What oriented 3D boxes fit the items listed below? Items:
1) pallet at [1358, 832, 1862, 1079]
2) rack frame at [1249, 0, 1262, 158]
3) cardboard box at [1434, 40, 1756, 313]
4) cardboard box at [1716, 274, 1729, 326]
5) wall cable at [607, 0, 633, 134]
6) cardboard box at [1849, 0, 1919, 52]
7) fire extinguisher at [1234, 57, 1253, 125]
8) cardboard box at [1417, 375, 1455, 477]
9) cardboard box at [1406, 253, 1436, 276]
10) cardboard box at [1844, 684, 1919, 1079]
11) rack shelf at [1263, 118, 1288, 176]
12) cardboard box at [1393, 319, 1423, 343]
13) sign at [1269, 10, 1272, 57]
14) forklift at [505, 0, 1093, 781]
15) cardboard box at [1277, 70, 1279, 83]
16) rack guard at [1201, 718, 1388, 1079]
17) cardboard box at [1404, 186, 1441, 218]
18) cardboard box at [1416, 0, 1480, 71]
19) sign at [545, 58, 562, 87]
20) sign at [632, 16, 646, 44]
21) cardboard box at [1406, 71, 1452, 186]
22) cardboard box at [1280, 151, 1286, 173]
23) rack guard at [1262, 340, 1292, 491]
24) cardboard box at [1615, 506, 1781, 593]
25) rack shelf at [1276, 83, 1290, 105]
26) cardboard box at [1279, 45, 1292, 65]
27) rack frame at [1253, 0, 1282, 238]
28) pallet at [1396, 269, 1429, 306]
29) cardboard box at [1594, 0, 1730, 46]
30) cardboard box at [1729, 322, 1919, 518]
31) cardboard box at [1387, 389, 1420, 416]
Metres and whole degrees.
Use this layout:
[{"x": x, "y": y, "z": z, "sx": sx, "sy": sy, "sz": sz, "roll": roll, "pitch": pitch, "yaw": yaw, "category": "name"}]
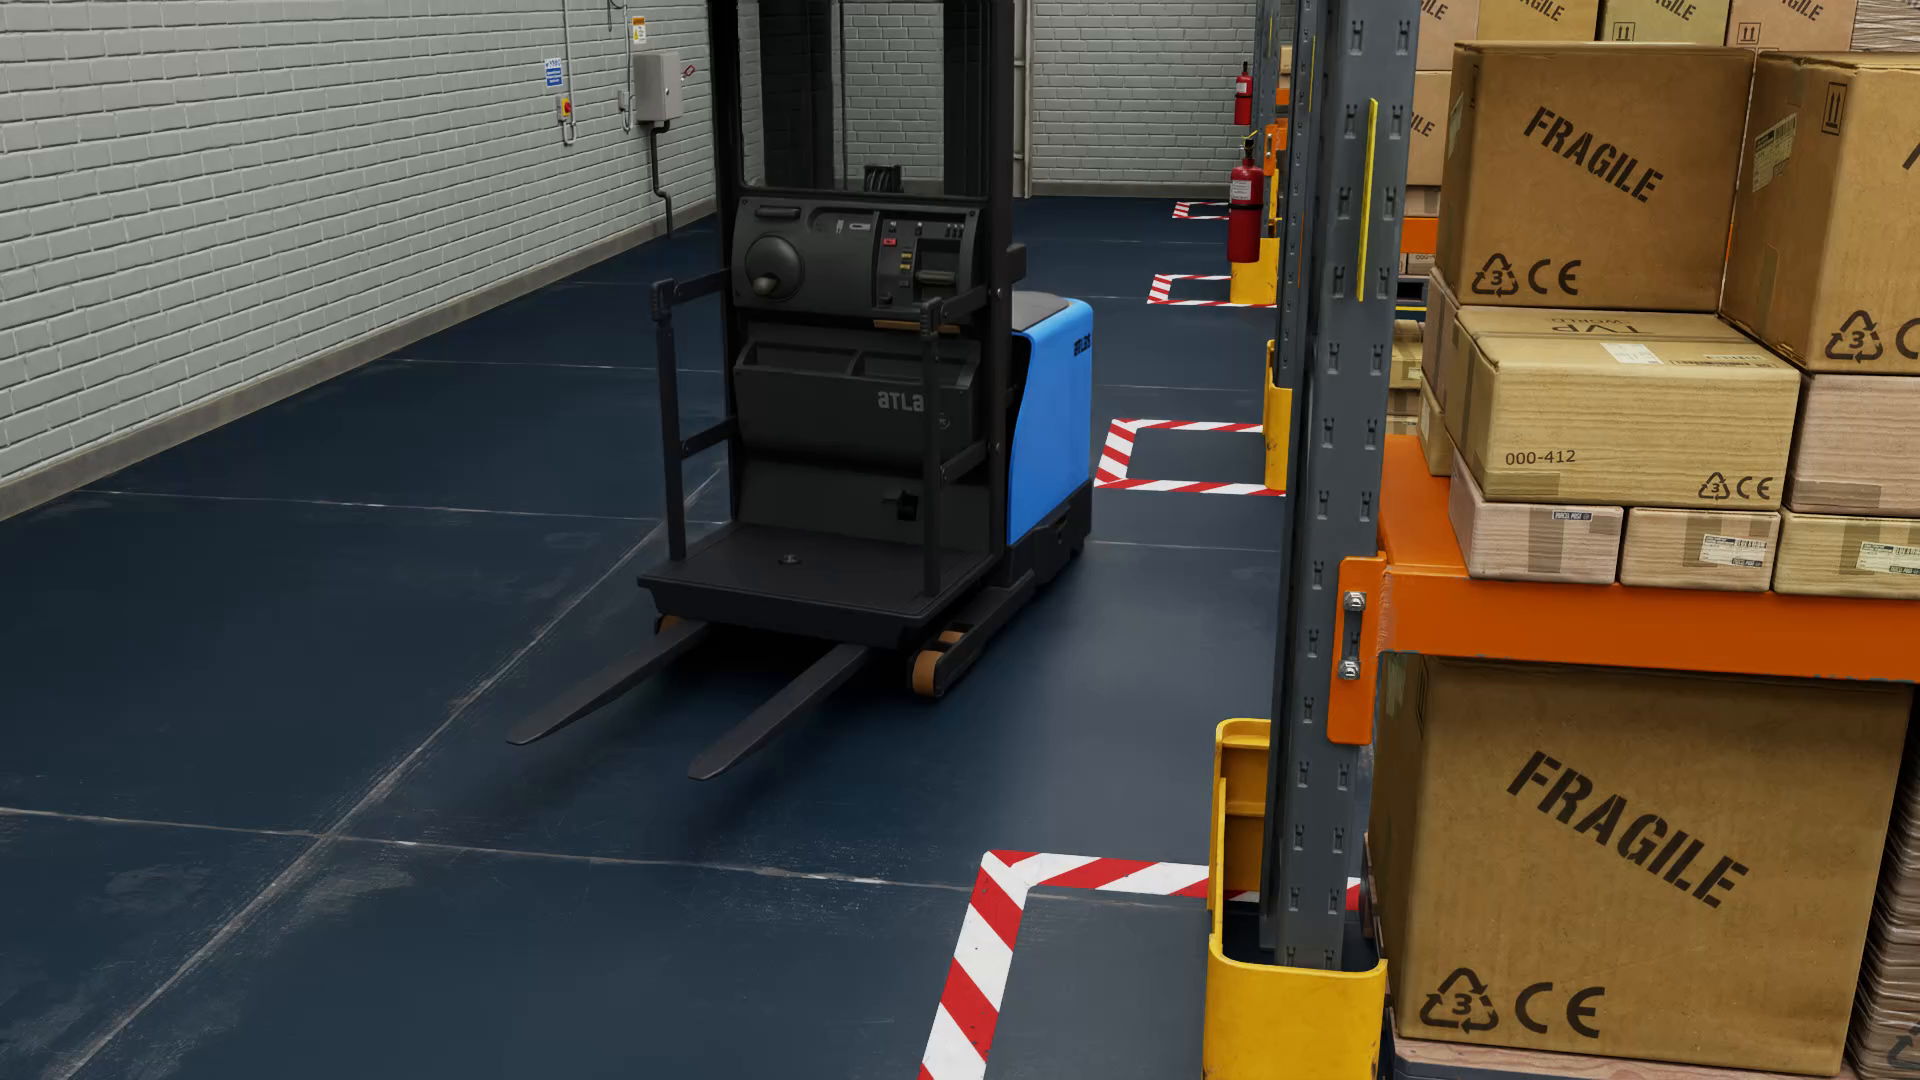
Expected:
[{"x": 1.576, "y": 1.045, "z": 3.848, "sx": 1.213, "sy": 0.211, "sz": 1.003, "roll": 3, "pitch": 19, "yaw": 9, "category": "pallet"}, {"x": 3.130, "y": -4.953, "z": 17.379, "sx": 0.127, "sy": 3.000, "sz": 1.000, "roll": 3, "pitch": 19, "yaw": 9, "category": "rack frame"}, {"x": 1.297, "y": -0.777, "z": 3.483, "sx": 0.500, "sy": 0.500, "sz": 0.500, "roll": 3, "pitch": 19, "yaw": 9, "category": "cardboard box"}, {"x": 1.795, "y": -0.396, "z": 3.528, "sx": 0.500, "sy": 0.250, "sz": 0.500, "roll": 3, "pitch": 19, "yaw": 8, "category": "cardboard box"}, {"x": -3.012, "y": -4.601, "z": 14.726, "sx": 0.122, "sy": 1.984, "sz": 0.588, "roll": 3, "pitch": 19, "yaw": 9, "category": "wall cable"}, {"x": 4.089, "y": -2.297, "z": 7.238, "sx": 0.500, "sy": 0.500, "sz": 0.500, "roll": 3, "pitch": 19, "yaw": 10, "category": "cardboard box"}, {"x": 2.911, "y": -4.602, "z": 17.040, "sx": 0.183, "sy": 0.674, "sz": 0.296, "roll": 3, "pitch": 19, "yaw": 9, "category": "fire extinguisher"}, {"x": 1.178, "y": -0.259, "z": 3.747, "sx": 0.250, "sy": 0.149, "sz": 0.380, "roll": 3, "pitch": 19, "yaw": 10, "category": "cardboard box"}, {"x": 3.918, "y": -2.337, "z": 12.936, "sx": 0.875, "sy": 0.438, "sz": 0.875, "roll": 3, "pitch": 19, "yaw": 10, "category": "cardboard box"}, {"x": 2.317, "y": 0.568, "z": 3.565, "sx": 0.875, "sy": 0.875, "sz": 0.875, "roll": 3, "pitch": 19, "yaw": 9, "category": "cardboard box"}, {"x": 4.321, "y": -2.956, "z": 12.544, "sx": 4.000, "sy": 0.370, "sz": 1.077, "roll": 3, "pitch": 19, "yaw": 9, "category": "rack shelf"}, {"x": 2.223, "y": -1.024, "z": 8.530, "sx": 0.250, "sy": 0.149, "sz": 0.380, "roll": 3, "pitch": 19, "yaw": 9, "category": "cardboard box"}, {"x": 2.252, "y": -3.672, "z": 12.063, "sx": 0.005, "sy": 0.325, "sz": 0.100, "roll": 3, "pitch": 19, "yaw": 9, "category": "sign"}, {"x": -0.454, "y": -0.999, "z": 5.670, "sx": 1.130, "sy": 2.935, "sz": 3.031, "roll": 7, "pitch": 20, "yaw": 21, "category": "forklift"}, {"x": 3.499, "y": -4.901, "z": 17.621, "sx": 0.250, "sy": 0.149, "sz": 0.380, "roll": 3, "pitch": 19, "yaw": 8, "category": "cardboard box"}, {"x": 0.750, "y": 0.891, "z": 3.853, "sx": 0.348, "sy": 0.500, "sz": 1.175, "roll": 3, "pitch": 19, "yaw": 9, "category": "rack guard"}, {"x": 2.186, "y": -1.604, "z": 7.766, "sx": 0.250, "sy": 0.149, "sz": 0.380, "roll": 4, "pitch": 19, "yaw": 11, "category": "cardboard box"}, {"x": 2.062, "y": -2.399, "z": 7.543, "sx": 0.500, "sy": 0.500, "sz": 0.500, "roll": 3, "pitch": 19, "yaw": 8, "category": "cardboard box"}, {"x": -3.293, "y": -3.791, "z": 13.479, "sx": 0.001, "sy": 0.218, "sz": 0.327, "roll": 3, "pitch": 19, "yaw": 9, "category": "sign"}, {"x": -2.961, "y": -4.710, "z": 15.351, "sx": 0.001, "sy": 0.242, "sz": 0.339, "roll": 3, "pitch": 19, "yaw": 9, "category": "sign"}, {"x": 2.060, "y": -1.921, "z": 7.692, "sx": 0.500, "sy": 0.500, "sz": 0.500, "roll": 4, "pitch": 19, "yaw": 11, "category": "cardboard box"}, {"x": 3.718, "y": -3.908, "z": 17.528, "sx": 0.637, "sy": 0.503, "sz": 0.797, "roll": 2, "pitch": 19, "yaw": 6, "category": "cardboard box"}, {"x": 1.736, "y": -0.653, "z": 8.466, "sx": 0.348, "sy": 0.500, "sz": 1.175, "roll": 3, "pitch": 19, "yaw": 9, "category": "rack guard"}, {"x": 1.326, "y": -0.040, "z": 3.092, "sx": 0.250, "sy": 0.149, "sz": 0.380, "roll": 3, "pitch": 19, "yaw": 8, "category": "cardboard box"}, {"x": 5.104, "y": -4.511, "z": 17.193, "sx": 4.000, "sy": 0.370, "sz": 1.077, "roll": 3, "pitch": 19, "yaw": 9, "category": "rack shelf"}, {"x": 3.626, "y": -5.083, "z": 17.535, "sx": 0.500, "sy": 0.250, "sz": 0.500, "roll": 3, "pitch": 19, "yaw": 10, "category": "cardboard box"}, {"x": 2.346, "y": -3.398, "z": 12.731, "sx": 0.127, "sy": 3.000, "sz": 1.000, "roll": 3, "pitch": 19, "yaw": 9, "category": "rack frame"}, {"x": 3.148, "y": -2.060, "z": 13.127, "sx": 1.213, "sy": 0.211, "sz": 1.003, "roll": 3, "pitch": 19, "yaw": 9, "category": "pallet"}, {"x": 3.071, "y": -2.342, "z": 7.374, "sx": 0.500, "sy": 0.500, "sz": 0.500, "roll": 2, "pitch": 19, "yaw": 7, "category": "cardboard box"}, {"x": 1.719, "y": -0.230, "z": 3.032, "sx": 0.500, "sy": 0.250, "sz": 0.500, "roll": 3, "pitch": 19, "yaw": 8, "category": "cardboard box"}, {"x": 2.137, "y": -0.724, "z": 8.101, "sx": 0.250, "sy": 0.149, "sz": 0.380, "roll": 4, "pitch": 19, "yaw": 11, "category": "cardboard box"}]
